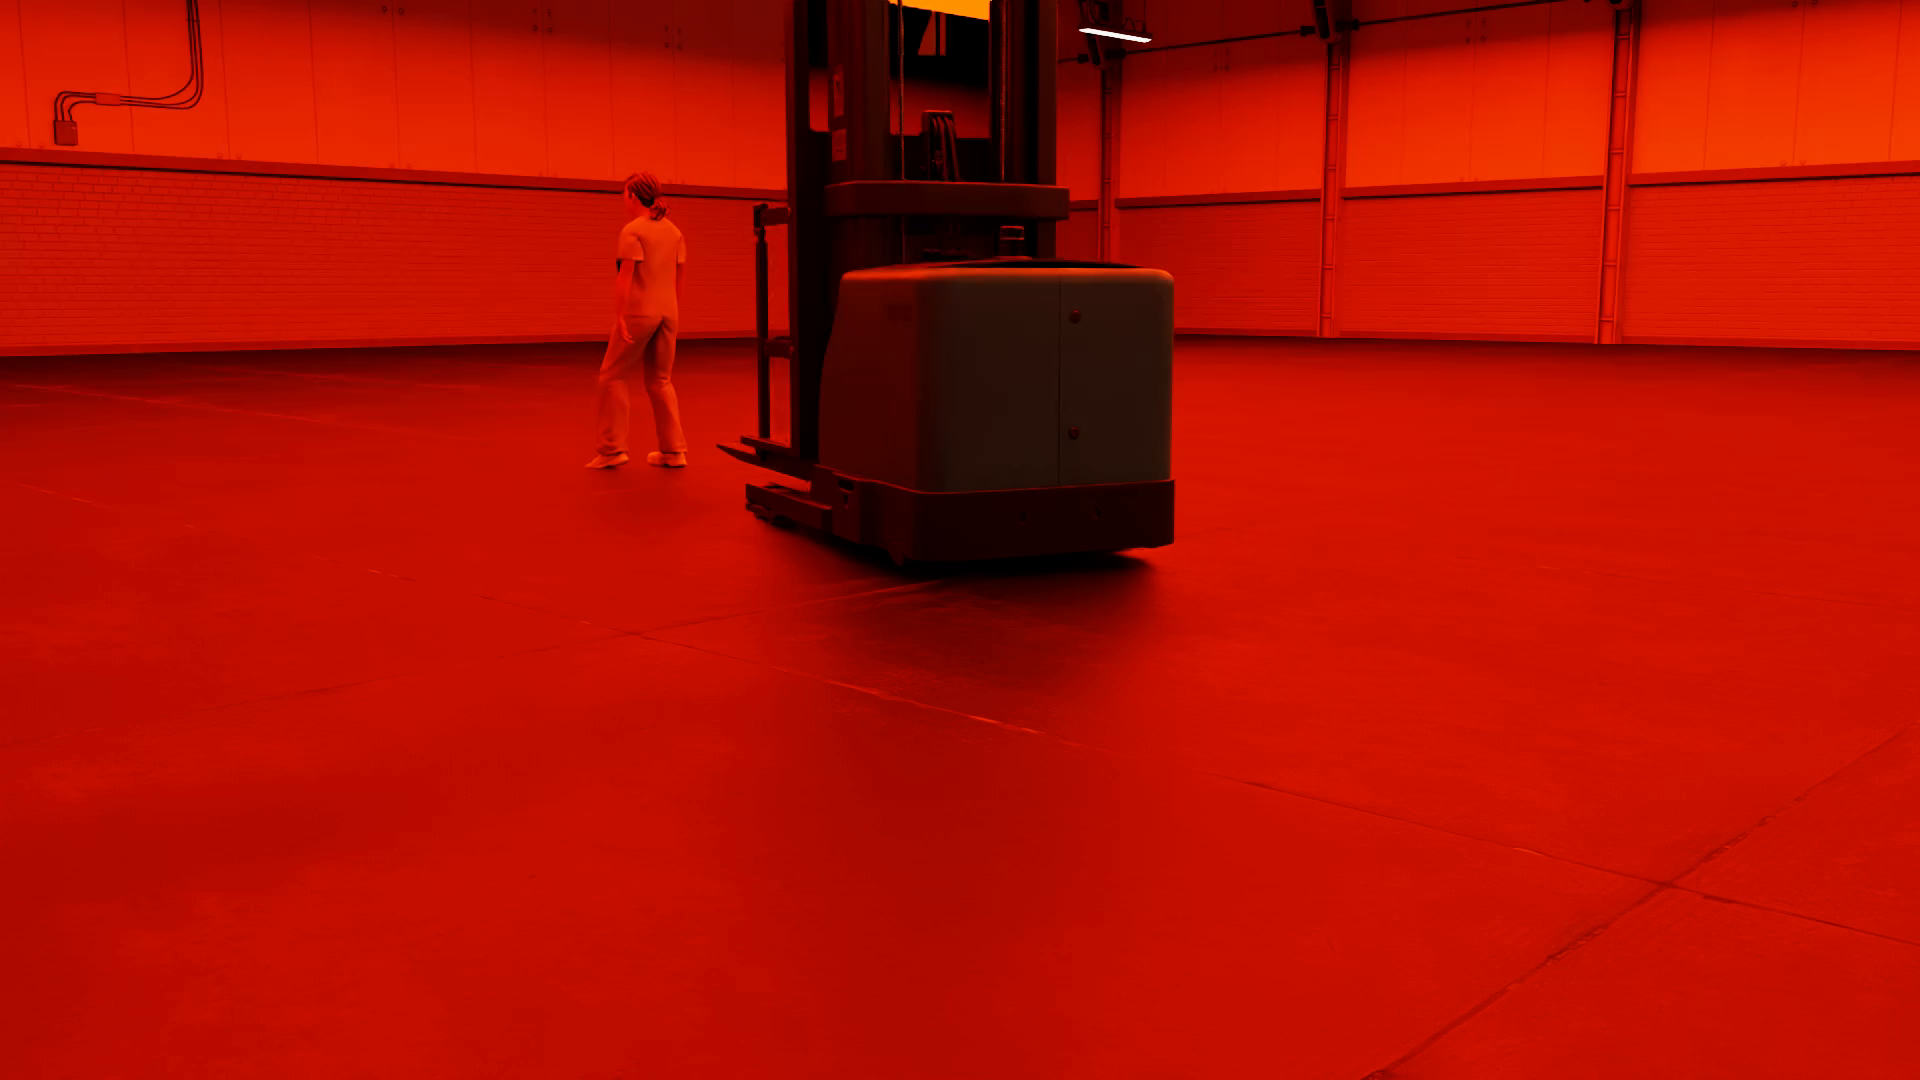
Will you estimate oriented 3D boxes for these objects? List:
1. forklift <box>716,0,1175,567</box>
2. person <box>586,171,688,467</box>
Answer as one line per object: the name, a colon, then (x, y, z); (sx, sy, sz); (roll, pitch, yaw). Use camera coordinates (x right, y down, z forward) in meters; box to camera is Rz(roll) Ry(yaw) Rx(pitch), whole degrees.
forklift: (-0.291, -1.533, 7.055); (1.130, 2.935, 3.031); (-4, 9, -25)
person: (-1.832, -1.228, 9.478); (0.498, 1.706, 0.525); (6, 11, 37)
